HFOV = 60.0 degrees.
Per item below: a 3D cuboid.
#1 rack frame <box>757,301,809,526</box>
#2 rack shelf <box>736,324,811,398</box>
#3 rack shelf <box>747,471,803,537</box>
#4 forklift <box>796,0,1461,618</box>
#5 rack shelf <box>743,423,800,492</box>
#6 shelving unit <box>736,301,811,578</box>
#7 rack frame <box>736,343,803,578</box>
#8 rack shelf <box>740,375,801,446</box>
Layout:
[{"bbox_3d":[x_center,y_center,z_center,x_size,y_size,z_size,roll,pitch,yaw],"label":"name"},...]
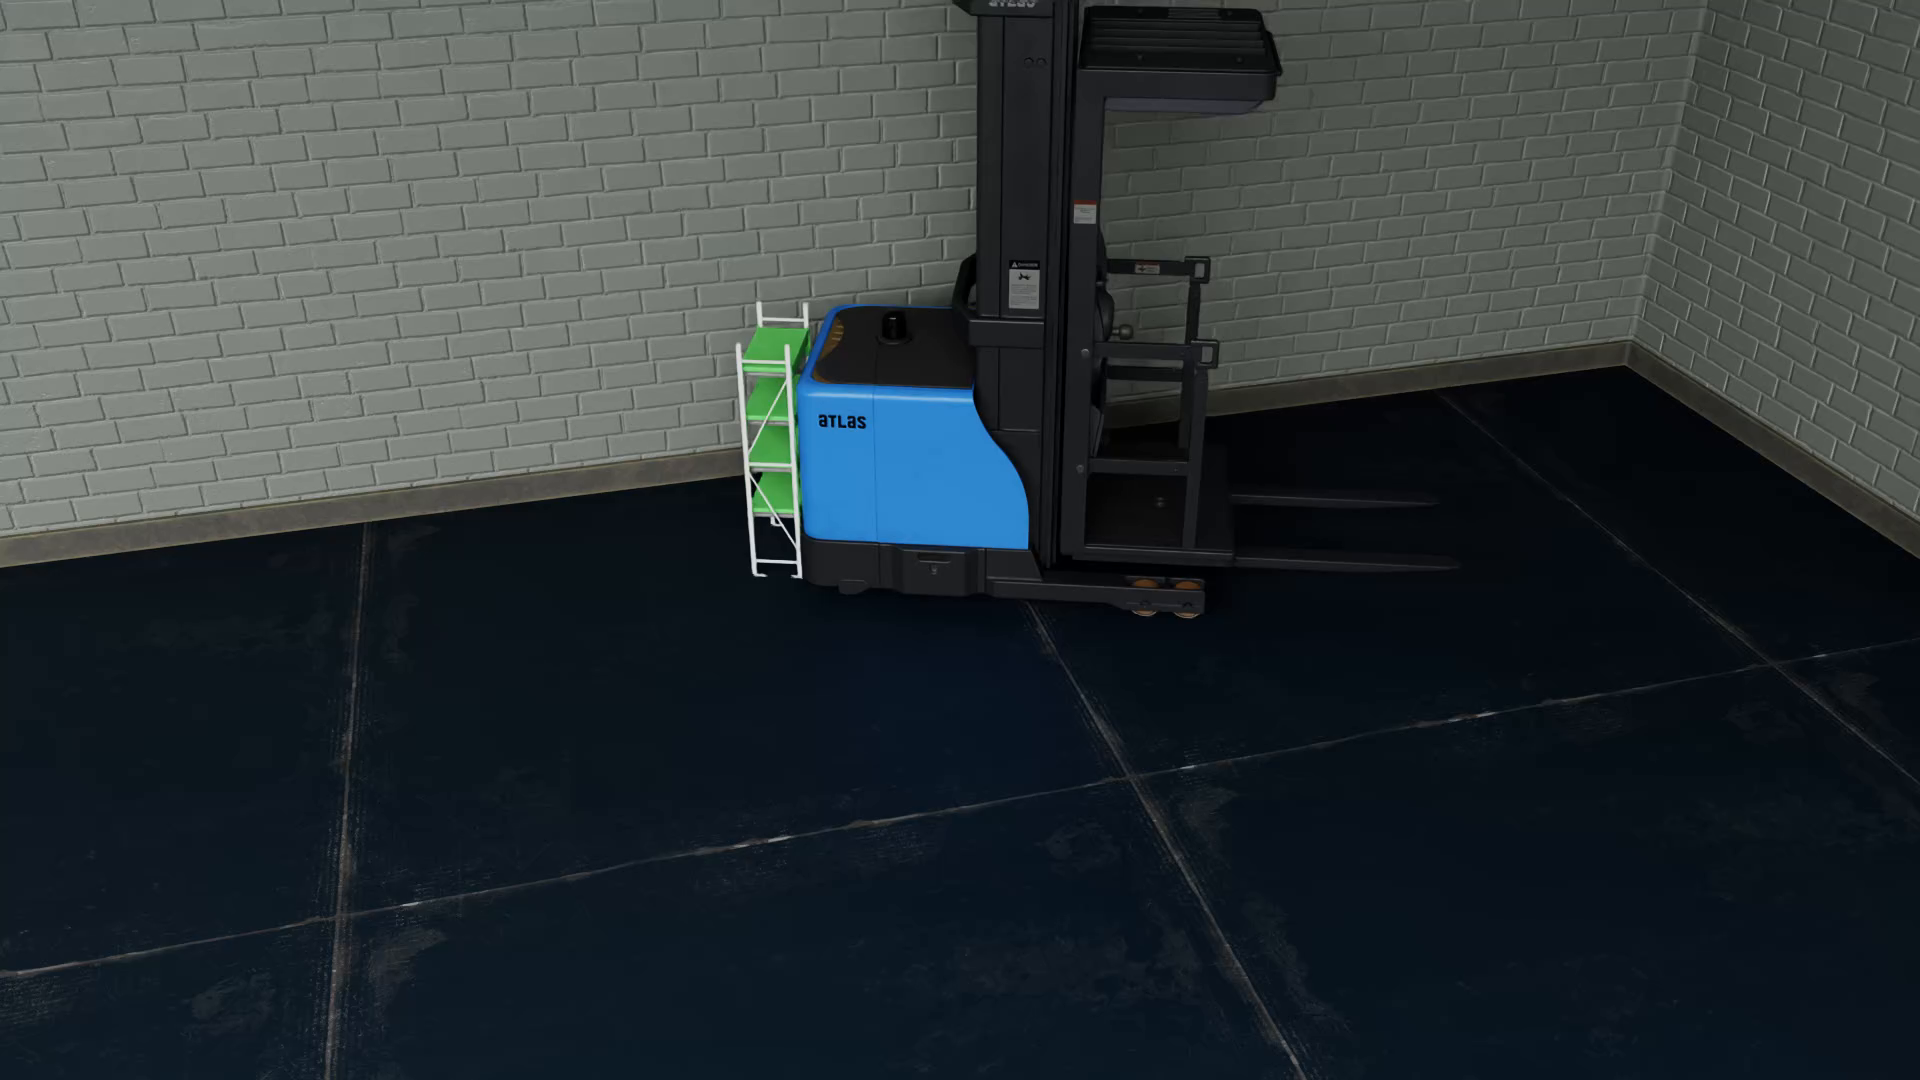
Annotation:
[{"bbox_3d":[-0.831,-0.589,8.070,0.240,1.200,0.015,2,30,4],"label":"rack frame"},{"bbox_3d":[-0.851,-0.828,7.651,0.258,0.148,0.480,2,30,4],"label":"rack shelf"},{"bbox_3d":[-0.851,-0.204,8.012,0.258,0.148,0.480,2,30,4],"label":"rack shelf"},{"bbox_3d":[0.810,-1.189,7.379,3.031,2.935,1.130,3,30,5],"label":"forklift"},{"bbox_3d":[-0.851,-0.412,7.892,0.258,0.148,0.480,2,30,4],"label":"rack shelf"},{"bbox_3d":[-0.851,-0.467,7.860,0.258,1.200,0.503,2,30,4],"label":"shelving unit"},{"bbox_3d":[-0.872,-0.346,7.649,0.240,1.200,0.015,2,30,4],"label":"rack frame"},{"bbox_3d":[-0.851,-0.620,7.772,0.258,0.148,0.480,2,30,4],"label":"rack shelf"}]
